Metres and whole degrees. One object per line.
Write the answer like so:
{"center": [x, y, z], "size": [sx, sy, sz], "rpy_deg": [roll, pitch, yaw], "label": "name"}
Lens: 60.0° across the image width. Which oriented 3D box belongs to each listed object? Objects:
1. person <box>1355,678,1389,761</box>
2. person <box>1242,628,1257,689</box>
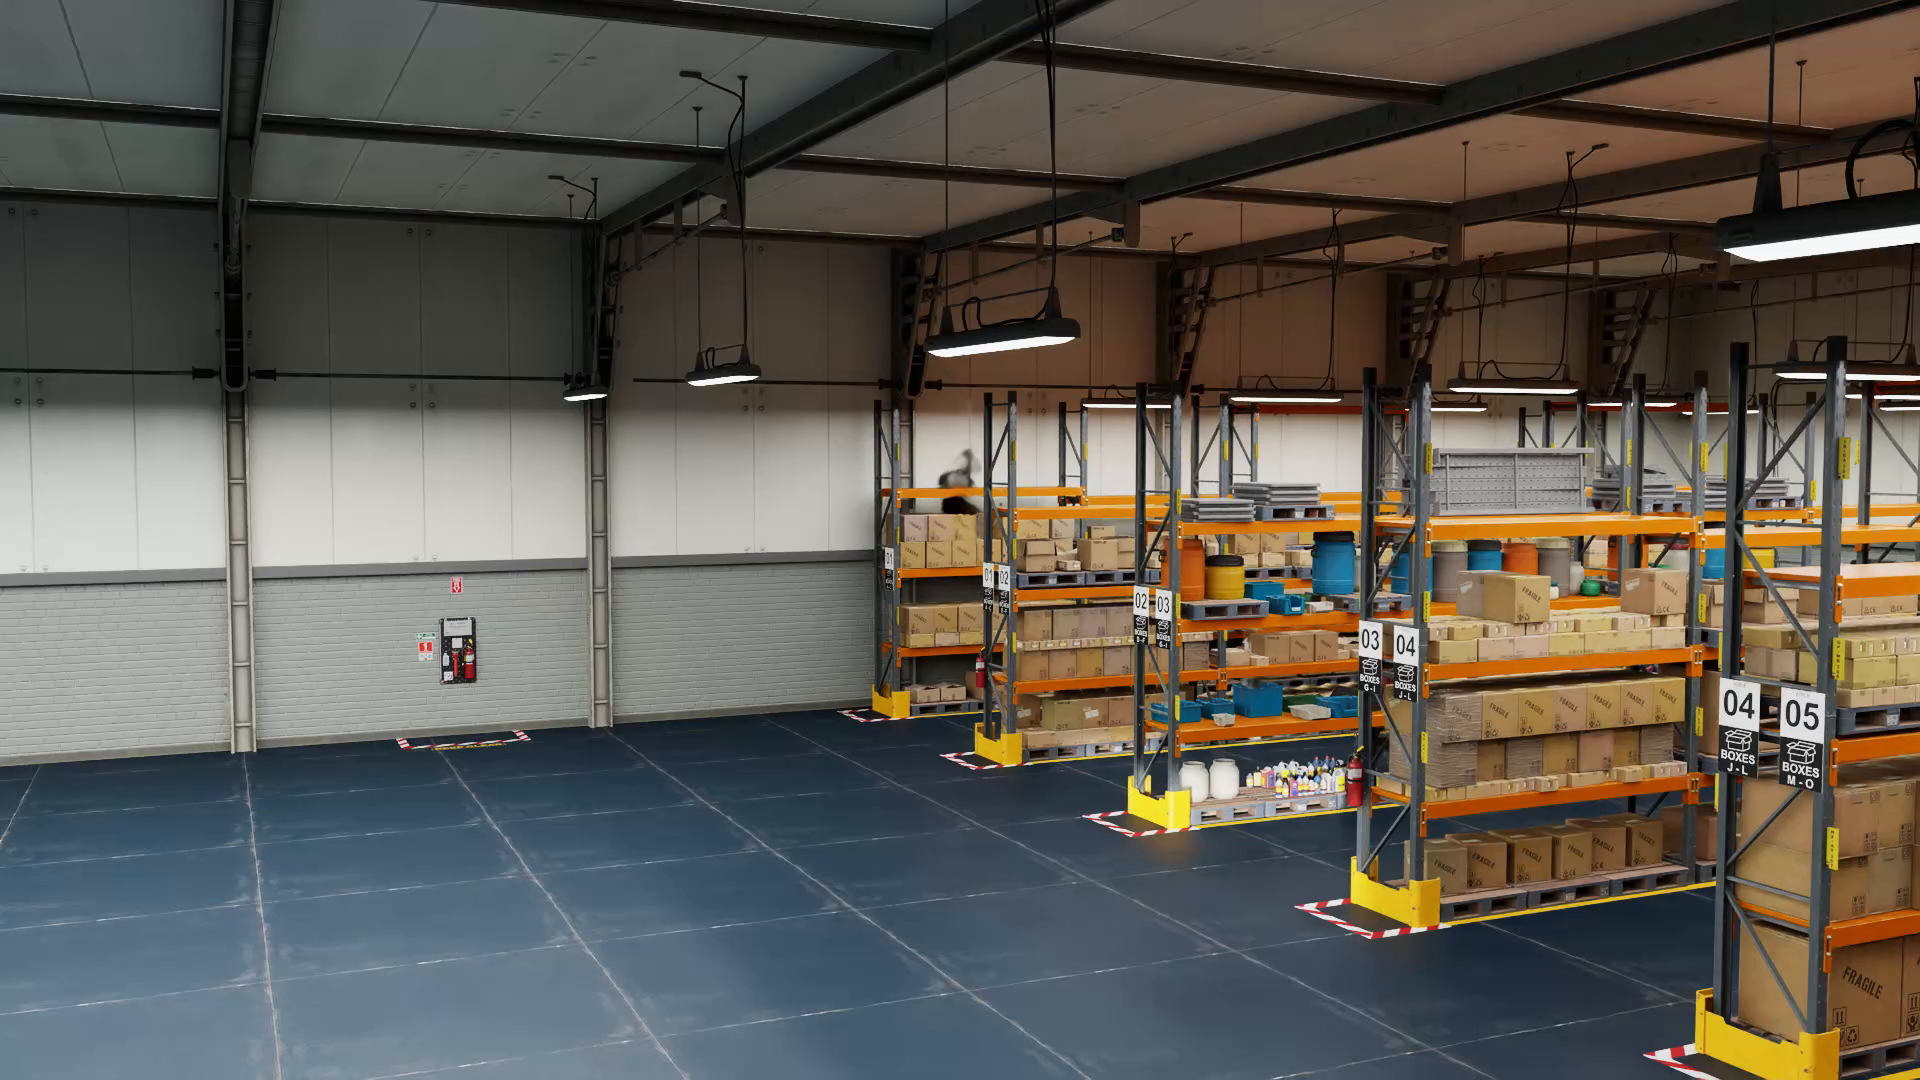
{"center": [6.552, 2.768, 26.322], "size": [0.900, 1.769, 0.711], "rpy_deg": [-2, 4, -30], "label": "person"}
{"center": [5.535, 2.448, 31.776], "size": [0.569, 1.719, 0.674], "rpy_deg": [-2, 4, -25], "label": "person"}
